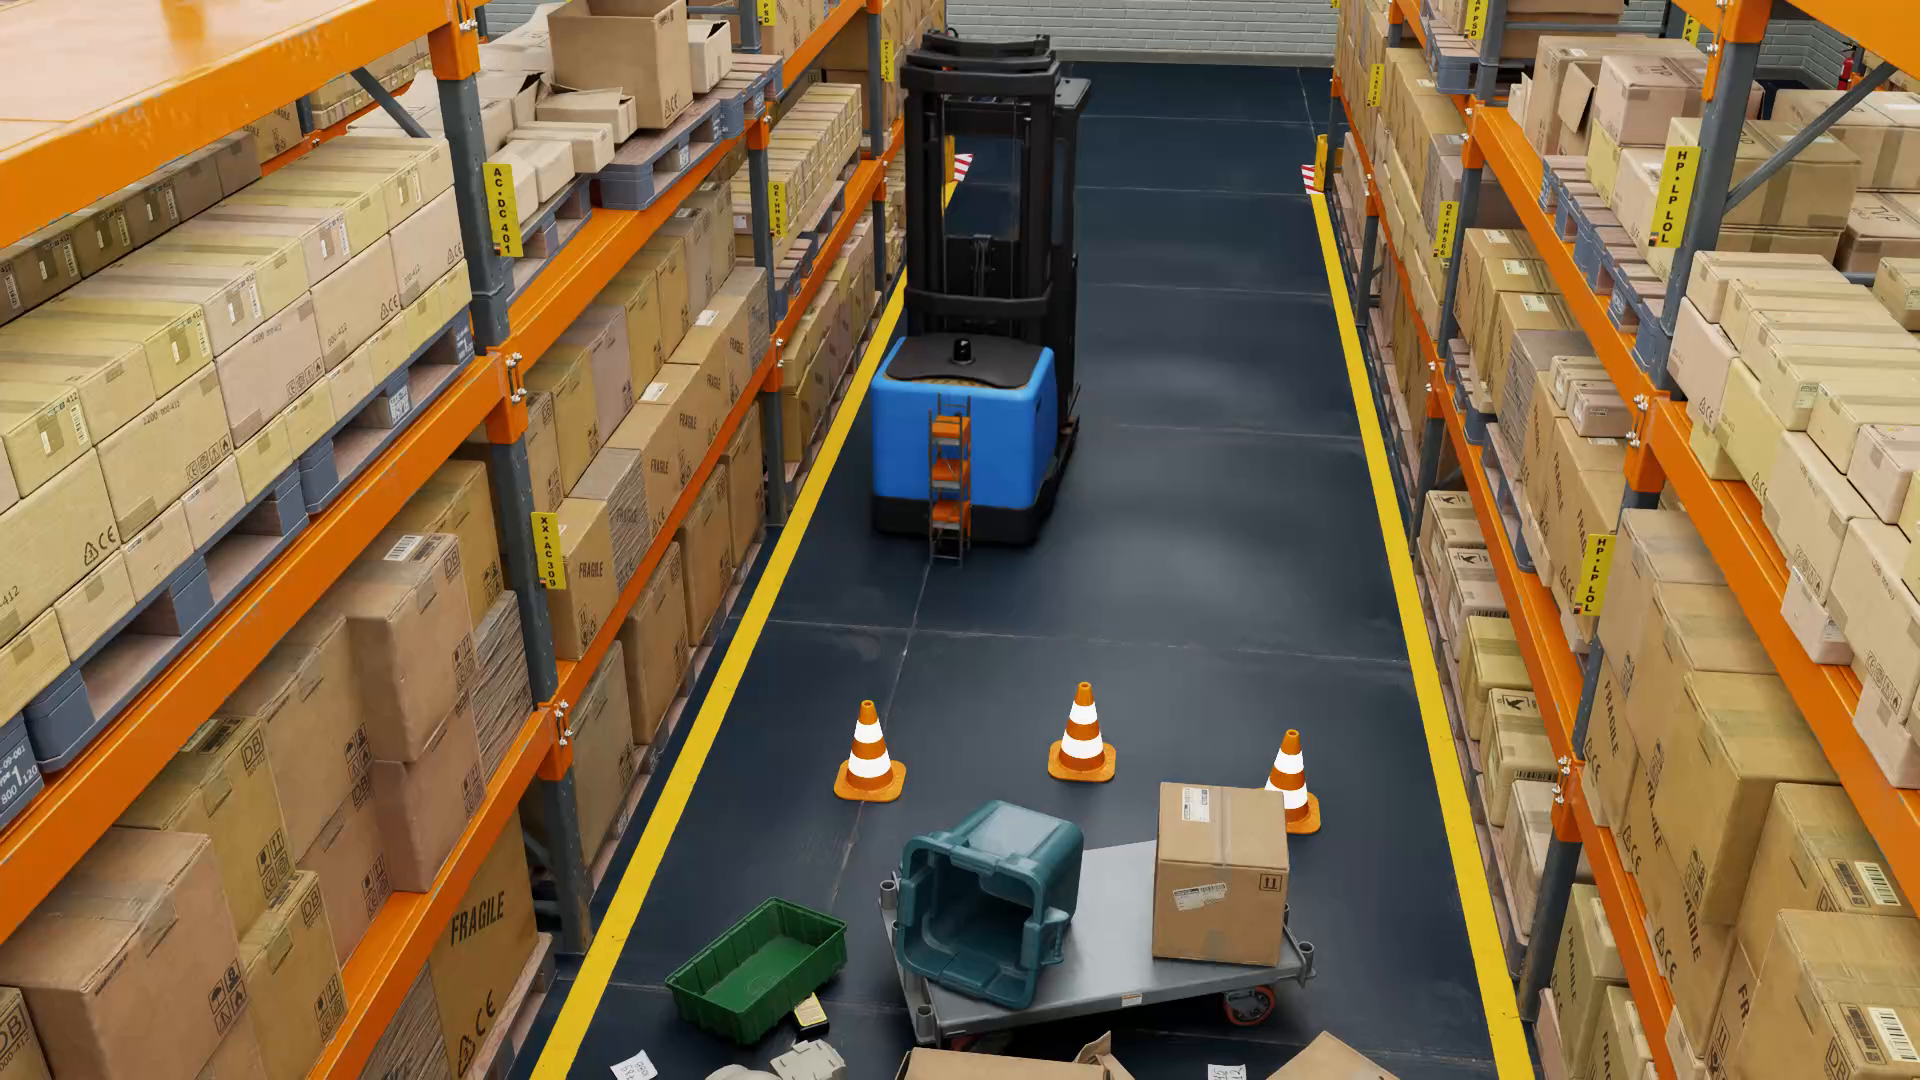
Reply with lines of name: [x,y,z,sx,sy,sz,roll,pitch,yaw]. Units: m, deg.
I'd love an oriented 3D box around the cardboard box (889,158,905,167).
cardboard box: [-0.662,-3.540,15.886,0.380,0.149,0.250,2,28,4]

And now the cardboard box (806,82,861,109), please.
cardboard box: [-0.986,-3.475,13.024,0.380,0.149,0.250,5,29,9]

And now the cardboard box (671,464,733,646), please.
cardboard box: [-1.888,0.043,9.230,1.050,0.750,0.750,4,29,7]

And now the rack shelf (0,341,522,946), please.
rack shelf: [-2.356,0.364,4.299,1.077,0.370,4.000,3,28,6]

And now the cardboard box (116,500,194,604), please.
cardboard box: [-2.056,0.014,3.907,0.380,0.149,0.250,4,29,7]

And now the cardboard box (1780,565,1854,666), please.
cardboard box: [2.288,0.191,4.127,0.380,0.149,0.250,3,28,5]

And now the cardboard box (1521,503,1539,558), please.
cardboard box: [2.677,-0.032,7.262,0.380,0.149,0.250,4,29,7]

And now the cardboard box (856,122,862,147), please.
cardboard box: [-0.983,-3.215,13.169,0.380,0.149,0.250,3,28,5]

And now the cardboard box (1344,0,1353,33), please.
cardboard box: [3.887,-5.013,15.525,0.500,0.500,0.500,3,28,5]

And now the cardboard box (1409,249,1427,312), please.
cardboard box: [3.156,-1.645,10.590,0.500,0.250,0.500,4,29,7]

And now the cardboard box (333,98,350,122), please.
cardboard box: [-5.642,-3.808,14.712,0.380,0.149,0.250,2,28,5]

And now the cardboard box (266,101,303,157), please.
cardboard box: [-5.827,-3.483,13.739,0.500,0.500,0.500,3,29,6]

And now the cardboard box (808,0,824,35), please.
cardboard box: [-1.176,-3.545,10.692,0.500,0.500,0.500,3,28,6]

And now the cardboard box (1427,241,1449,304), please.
cardboard box: [3.112,-1.613,10.004,0.500,0.250,0.500,3,28,6]

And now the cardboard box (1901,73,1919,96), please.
cardboard box: [8.768,-4.086,14.808,0.500,0.250,0.500,3,28,5]

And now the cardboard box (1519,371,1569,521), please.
cardboard box: [2.772,-0.400,7.260,0.500,0.500,0.500,4,29,8]

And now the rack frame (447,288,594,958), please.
rack frame: [-2.111,0.427,6.587,1.000,3.000,0.127,3,28,6]

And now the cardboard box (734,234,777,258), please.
cardboard box: [-1.362,-1.877,10.372,0.380,0.149,0.250,5,29,8]

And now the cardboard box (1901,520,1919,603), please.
cardboard box: [2.227,0.089,3.477,0.380,0.149,0.250,4,29,7]

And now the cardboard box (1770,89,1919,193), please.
cardboard box: [3.335,-1.480,6.152,0.500,0.250,0.500,3,28,5]

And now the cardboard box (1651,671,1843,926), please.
cardboard box: [2.373,0.720,4.570,0.700,0.500,0.500,3,28,5]

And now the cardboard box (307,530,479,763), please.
cardboard box: [-2.142,0.323,5.484,0.875,0.550,0.550,3,28,6]

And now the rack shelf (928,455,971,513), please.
rack shelf: [-0.060,-0.341,10.091,0.215,0.259,0.240,6,29,10]

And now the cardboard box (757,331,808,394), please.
cardboard box: [-1.296,-1.181,10.974,0.500,0.250,0.500,2,28,4]

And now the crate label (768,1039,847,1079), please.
crate label: [-0.603,2.095,6.509,0.298,0.136,0.250,-17,33,-29]

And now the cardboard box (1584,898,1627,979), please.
cardboard box: [2.399,1.394,5.773,0.380,0.149,0.250,4,29,7]

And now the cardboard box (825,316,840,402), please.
cardboard box: [-1.164,-1.337,12.055,0.500,0.500,0.500,3,28,5]

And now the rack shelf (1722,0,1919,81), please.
rack shelf: [2.569,-0.715,3.143,1.077,0.370,4.000,3,28,6]

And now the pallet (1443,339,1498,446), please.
pallet: [3.323,-0.790,9.048,1.213,0.211,1.003,3,28,6]

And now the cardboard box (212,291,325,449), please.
cardboard box: [-2.042,-0.468,4.381,0.500,0.250,0.500,3,28,6]

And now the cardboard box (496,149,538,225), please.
cardboard box: [-1.789,-1.333,6.285,0.258,0.266,0.396,3,28,5]

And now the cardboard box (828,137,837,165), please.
cardboard box: [-1.110,-2.853,12.184,0.380,0.149,0.250,2,28,4]

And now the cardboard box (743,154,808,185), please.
cardboard box: [-1.243,-2.493,11.201,0.380,0.149,0.250,5,29,9]

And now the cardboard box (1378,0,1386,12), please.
cardboard box: [3.705,-4.507,13.902,0.380,0.149,0.250,3,28,6]

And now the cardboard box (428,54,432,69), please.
cardboard box: [-5.391,-4.779,16.516,0.380,0.149,0.250,3,28,5]

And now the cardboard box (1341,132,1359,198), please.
cardboard box: [4.303,-3.722,16.547,0.875,0.438,0.875,2,28,4]

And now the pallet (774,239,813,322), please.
pallet: [-1.639,-1.713,10.762,1.213,0.211,1.003,3,28,6]

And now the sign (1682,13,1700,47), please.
sign: [3.843,-2.732,8.742,0.100,0.325,0.005,3,28,6]

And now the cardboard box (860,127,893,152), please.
cardboard box: [-0.771,-3.343,13.849,0.380,0.149,0.250,4,29,8]

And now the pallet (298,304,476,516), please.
pallet: [-2.221,-0.470,5.183,1.003,0.211,1.213,3,28,6]

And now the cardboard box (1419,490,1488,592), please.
cardboard box: [3.225,0.021,9.668,0.950,0.372,0.625,1,28,3]

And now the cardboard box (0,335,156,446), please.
cardboard box: [-2.056,-0.338,3.720,0.380,0.149,0.250,4,29,7]

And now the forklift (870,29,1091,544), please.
forklift: [0.240,-1.947,11.066,1.130,2.935,3.031,6,29,10]

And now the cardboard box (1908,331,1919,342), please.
cardboard box: [3.027,-0.494,4.979,0.500,0.250,0.500,3,28,6]

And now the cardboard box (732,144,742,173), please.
cardboard box: [-1.791,-2.768,12.025,0.380,0.149,0.250,3,28,5]

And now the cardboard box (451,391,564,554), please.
cardboard box: [-2.056,-0.292,6.761,0.700,0.500,0.500,3,28,5]

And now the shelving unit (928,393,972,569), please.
shelving unit: [-0.060,-0.351,10.086,0.215,1.050,0.252,6,29,10]

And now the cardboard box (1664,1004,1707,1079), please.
cardboard box: [2.291,1.509,4.844,0.380,0.149,0.250,3,29,6]

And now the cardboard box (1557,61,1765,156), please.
cardboard box: [3.146,-1.862,7.565,0.797,0.503,0.637,3,28,6]

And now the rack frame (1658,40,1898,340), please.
rack frame: [2.814,-1.974,4.719,1.000,3.000,0.127,3,28,6]

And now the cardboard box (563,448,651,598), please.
cardboard box: [-1.718,-0.087,7.435,0.500,0.500,0.500,4,29,7]

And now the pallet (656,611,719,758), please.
pallet: [-1.944,0.711,9.000,1.003,0.211,1.213,3,28,6]

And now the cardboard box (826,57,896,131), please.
cardboard box: [-0.820,-3.732,13.889,0.500,0.500,0.500,3,28,5]

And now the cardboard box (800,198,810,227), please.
cardboard box: [-1.238,-2.235,11.350,0.380,0.149,0.250,4,29,8]

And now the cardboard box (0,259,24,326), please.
cardboard box: [-2.647,-0.612,4.230,0.380,0.149,0.250,3,28,6]

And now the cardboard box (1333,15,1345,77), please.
cardboard box: [3.941,-4.817,16.214,0.500,0.500,0.500,3,28,6]

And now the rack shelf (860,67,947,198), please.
rack shelf: [-0.886,-3.964,15.495,1.077,0.370,4.000,3,28,6]

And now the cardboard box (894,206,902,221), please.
cardboard box: [-0.740,-3.048,15.286,0.380,0.149,0.250,5,29,9]

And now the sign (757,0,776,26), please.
sign: [-1.071,-3.003,9.162,0.100,0.325,0.005,3,28,6]

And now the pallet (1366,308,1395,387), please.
pallet: [3.775,-1.504,13.111,1.003,0.211,1.213,3,28,6]
